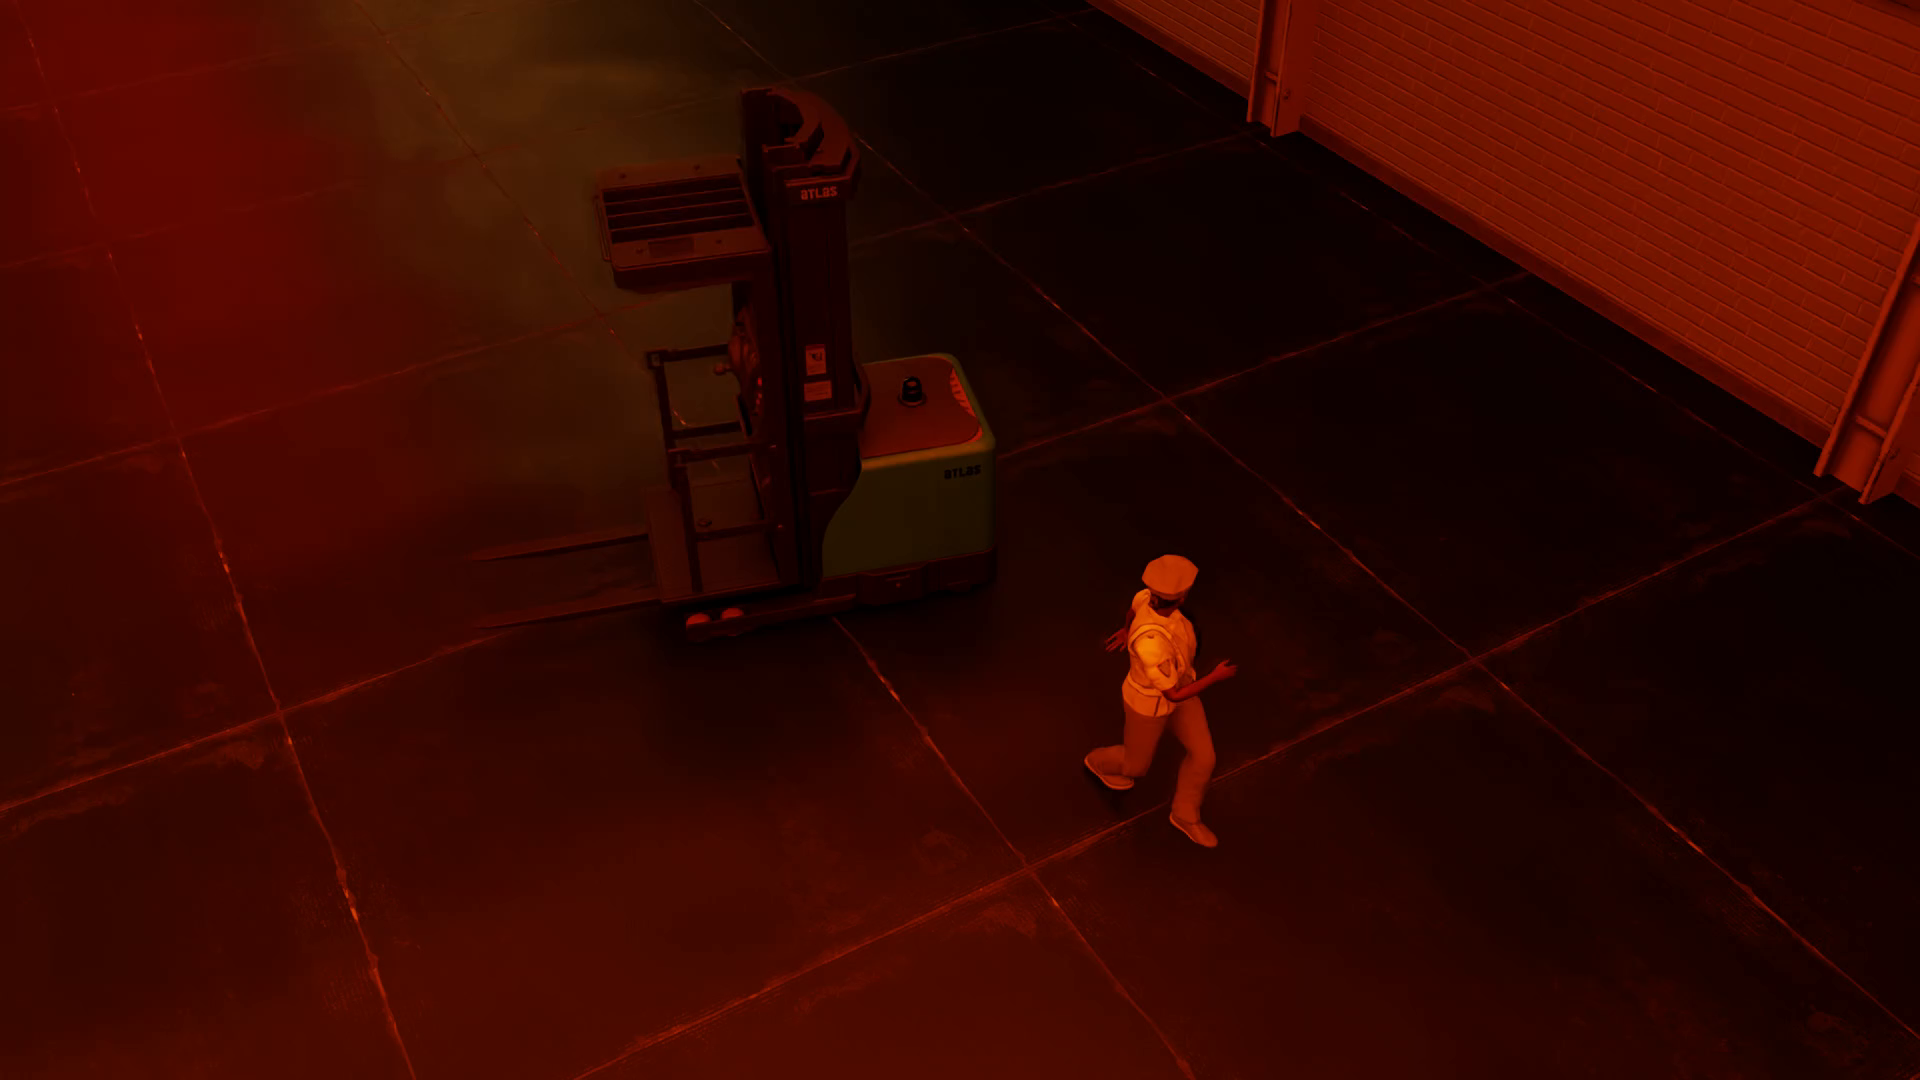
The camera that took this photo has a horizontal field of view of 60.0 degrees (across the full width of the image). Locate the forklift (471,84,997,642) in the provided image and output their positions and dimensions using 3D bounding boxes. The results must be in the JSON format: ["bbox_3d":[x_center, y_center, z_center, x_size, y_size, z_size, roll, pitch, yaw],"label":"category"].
[{"bbox_3d":[-1.355,-0.912,9.136,3.031,2.935,1.130,-9,41,-11],"label":"forklift"}]

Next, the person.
[{"bbox_3d":[0.992,0.769,8.203,0.890,1.599,0.470,28,47,30],"label":"person"}]
